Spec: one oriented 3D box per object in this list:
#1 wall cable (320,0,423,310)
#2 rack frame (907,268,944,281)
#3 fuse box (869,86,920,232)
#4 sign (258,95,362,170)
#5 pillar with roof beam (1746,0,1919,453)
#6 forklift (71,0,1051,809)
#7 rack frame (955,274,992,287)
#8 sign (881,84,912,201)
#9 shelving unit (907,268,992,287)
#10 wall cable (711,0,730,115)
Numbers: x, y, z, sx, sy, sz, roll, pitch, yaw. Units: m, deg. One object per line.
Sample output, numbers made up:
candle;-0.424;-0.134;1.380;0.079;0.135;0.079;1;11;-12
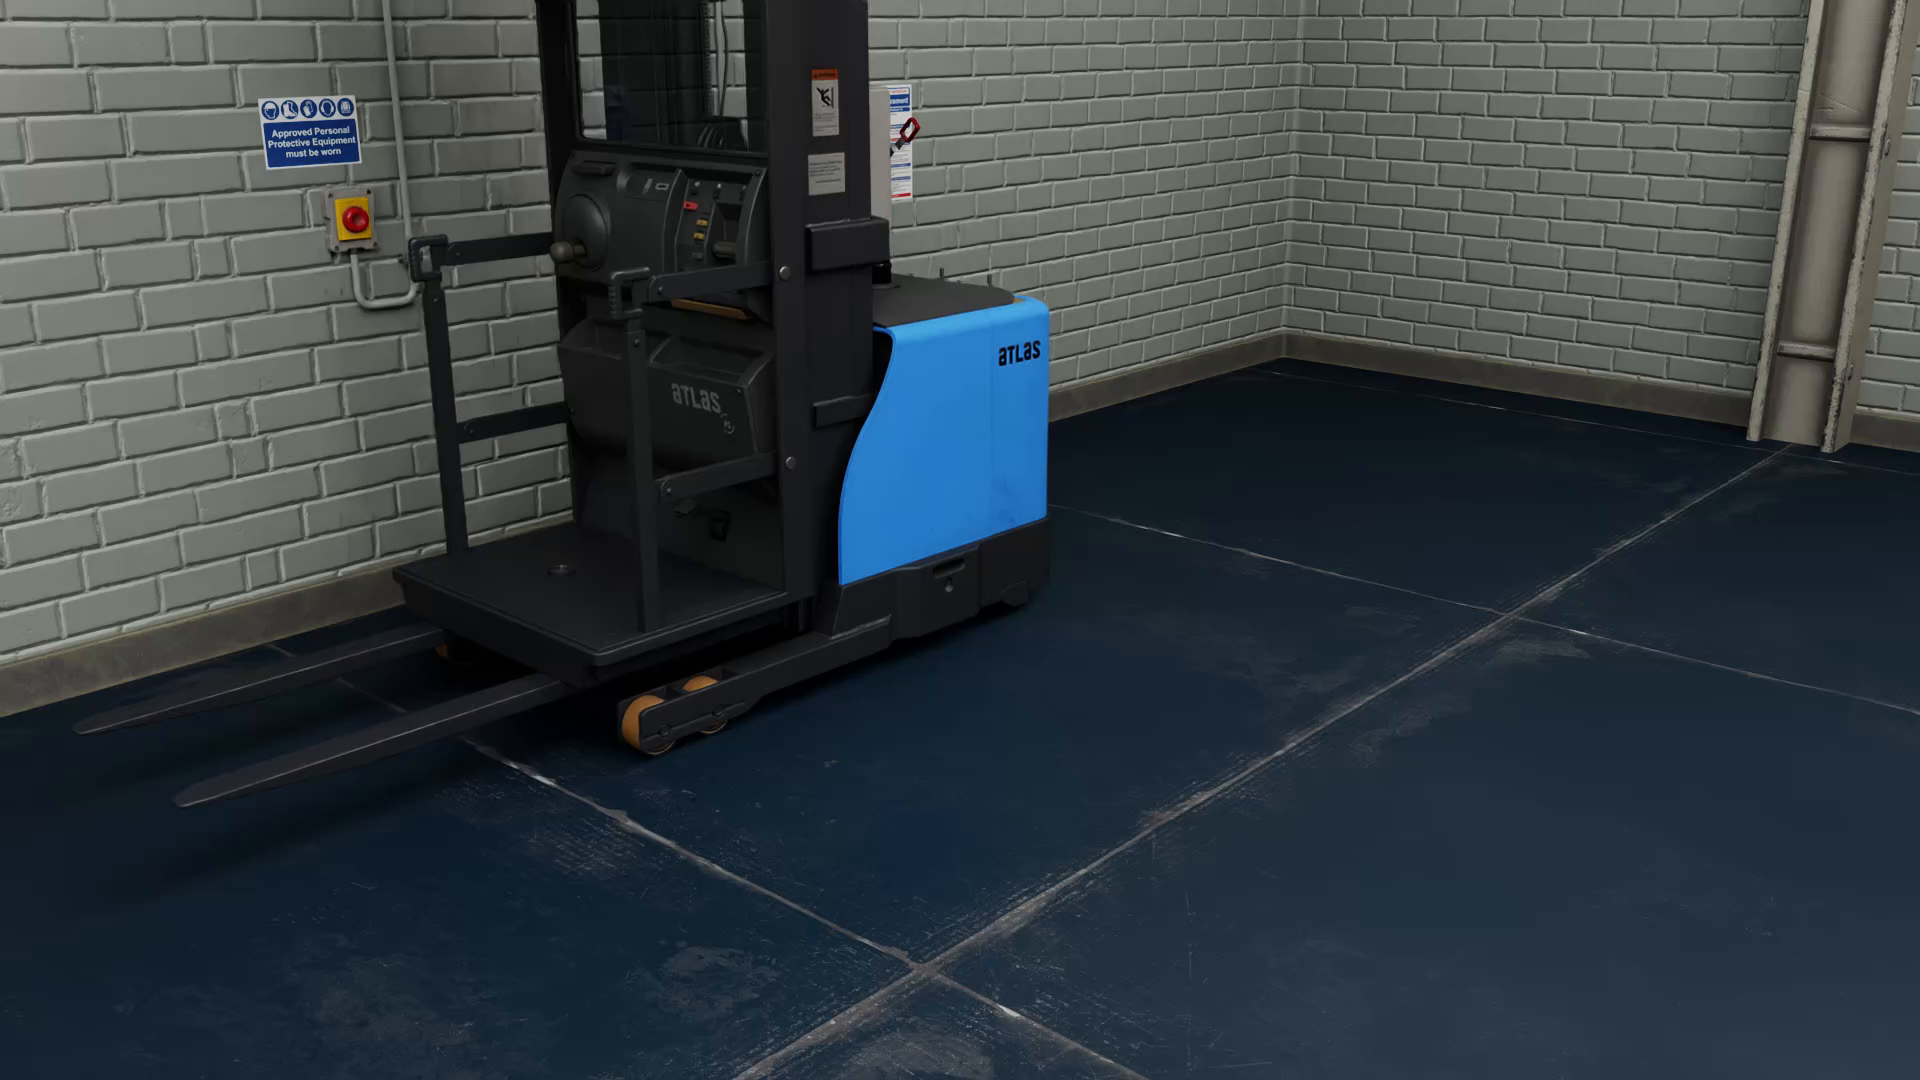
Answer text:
wall cable;-1.999;-1.675;5.201;0.123;1.953;0.585;15;23;39
rack frame;-0.131;-0.536;6.564;0.008;1.050;0.200;15;23;39
fuse box;-0.495;-1.008;6.959;0.414;1.711;0.539;15;23;39
sign;-2.076;-1.306;5.323;0.001;0.218;0.327;15;23;39
pillar with roof beam;1.250;-3.804;3.721;0.400;9.000;9.100;15;23;39
forklift;-1.047;-0.963;4.801;1.130;2.935;3.031;16;23;40
rack frame;0.051;-0.487;6.410;0.008;1.050;0.200;15;23;39
sign;-0.322;-1.730;7.262;0.001;0.494;0.329;15;23;39
shelving unit;-0.040;-0.511;6.487;0.252;1.050;0.215;15;23;39
wall cable;-1.066;-1.984;6.224;0.122;1.984;0.588;15;23;39
